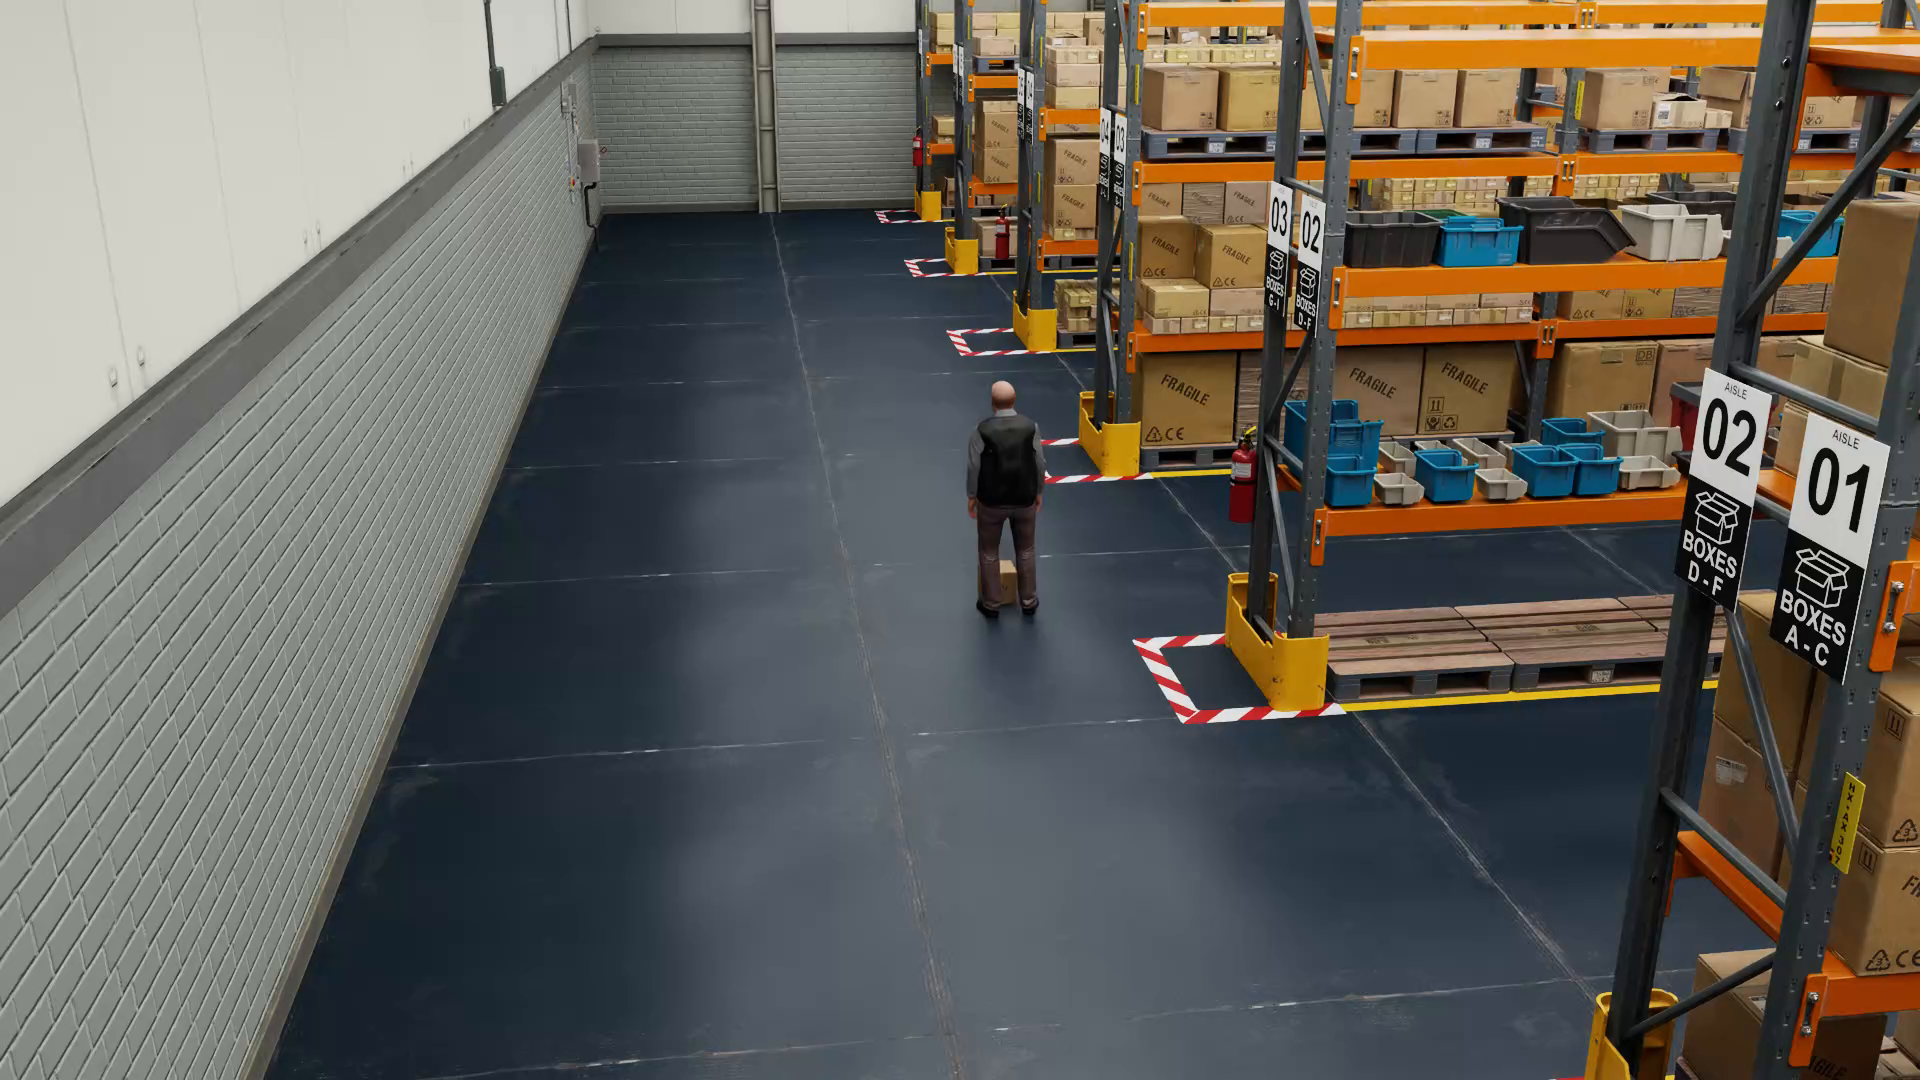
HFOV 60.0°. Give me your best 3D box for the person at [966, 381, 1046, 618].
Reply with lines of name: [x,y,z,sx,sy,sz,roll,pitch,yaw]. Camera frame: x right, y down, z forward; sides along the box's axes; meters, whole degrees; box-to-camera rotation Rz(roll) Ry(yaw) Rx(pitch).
person: [0.328,-0.278,11.878,0.575,1.720,0.420,-4,20,-10]
